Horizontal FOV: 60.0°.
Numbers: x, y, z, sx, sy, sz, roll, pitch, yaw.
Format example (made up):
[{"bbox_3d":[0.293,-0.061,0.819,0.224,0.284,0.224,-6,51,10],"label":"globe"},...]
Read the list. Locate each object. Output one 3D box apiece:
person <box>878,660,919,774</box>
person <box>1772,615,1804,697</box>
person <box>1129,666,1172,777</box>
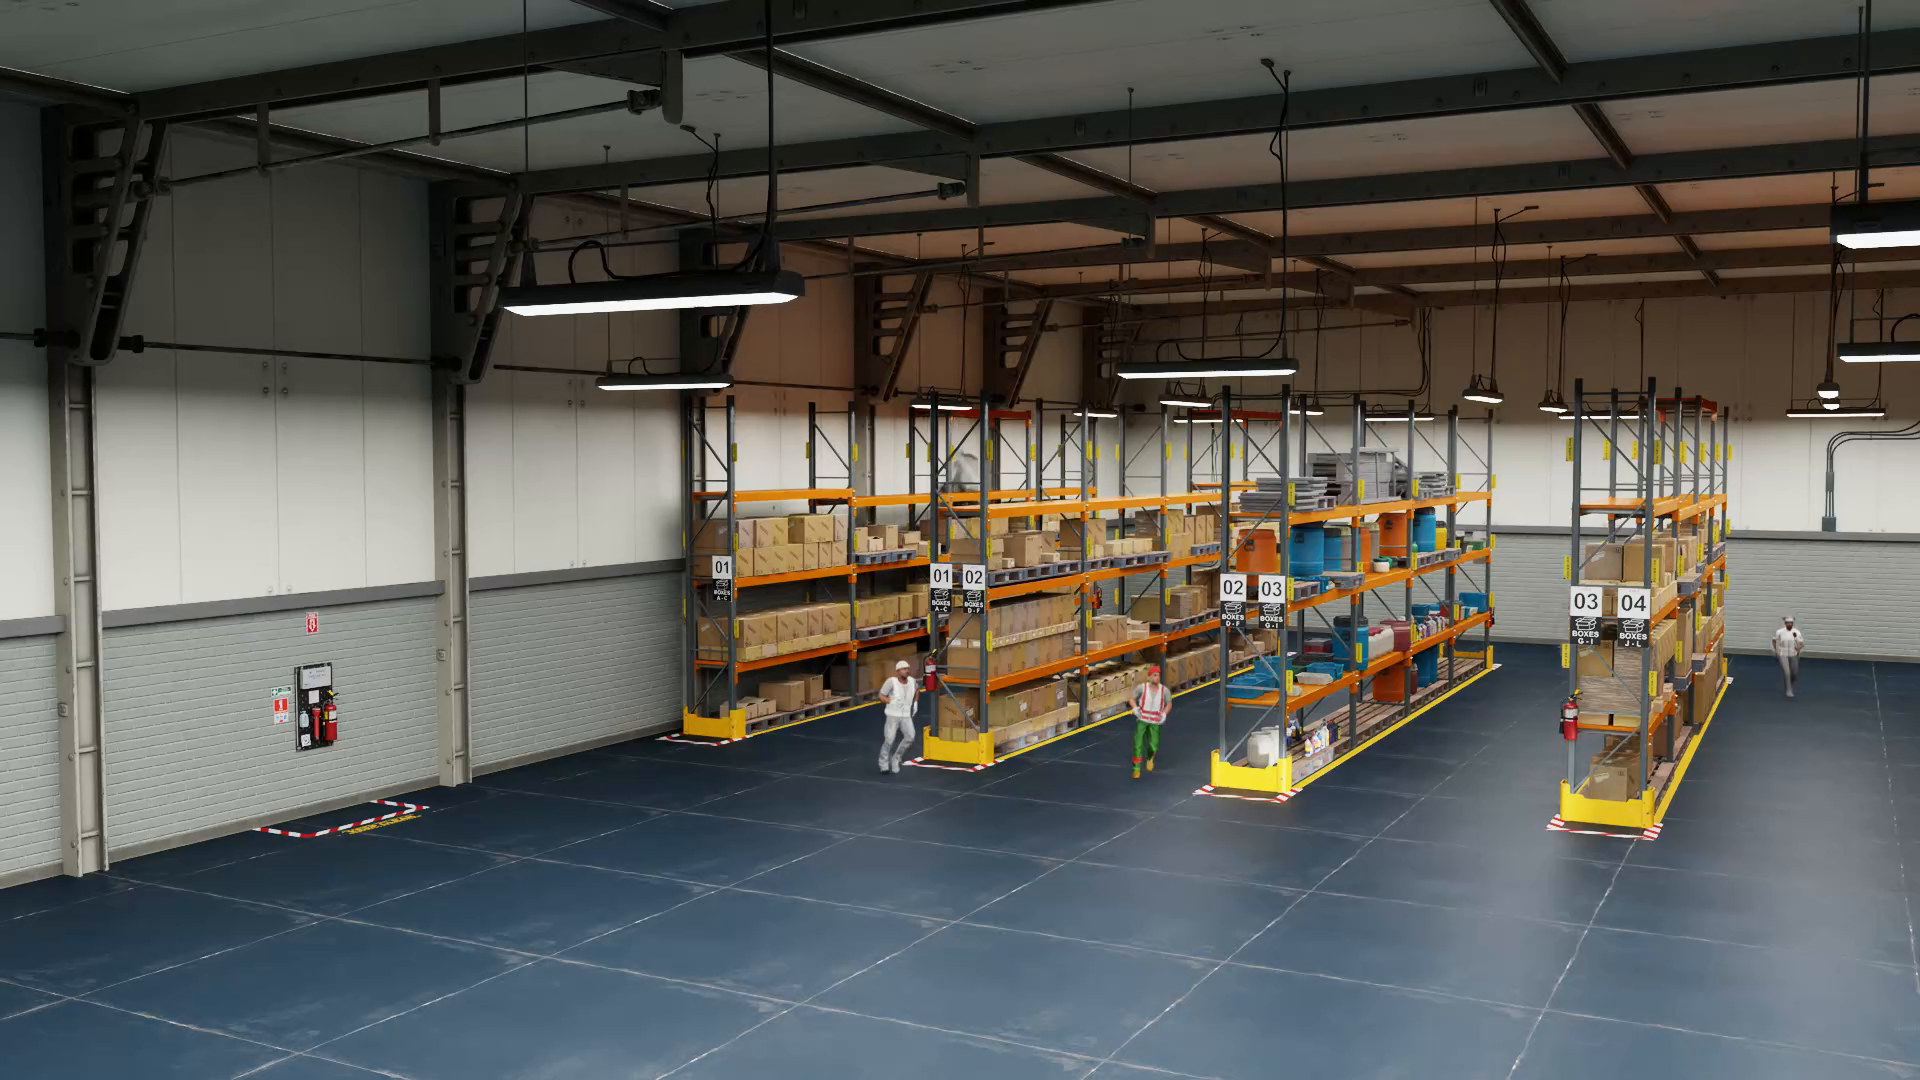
[{"bbox_3d":[-0.903,2.754,25.928,0.812,1.757,0.635,-2,3,-30],"label":"person"},{"bbox_3d":[16.990,2.366,34.121,0.580,1.659,0.693,1,3,18],"label":"person"},{"bbox_3d":[2.936,2.799,25.656,0.659,1.704,0.569,0,3,6],"label":"person"}]
